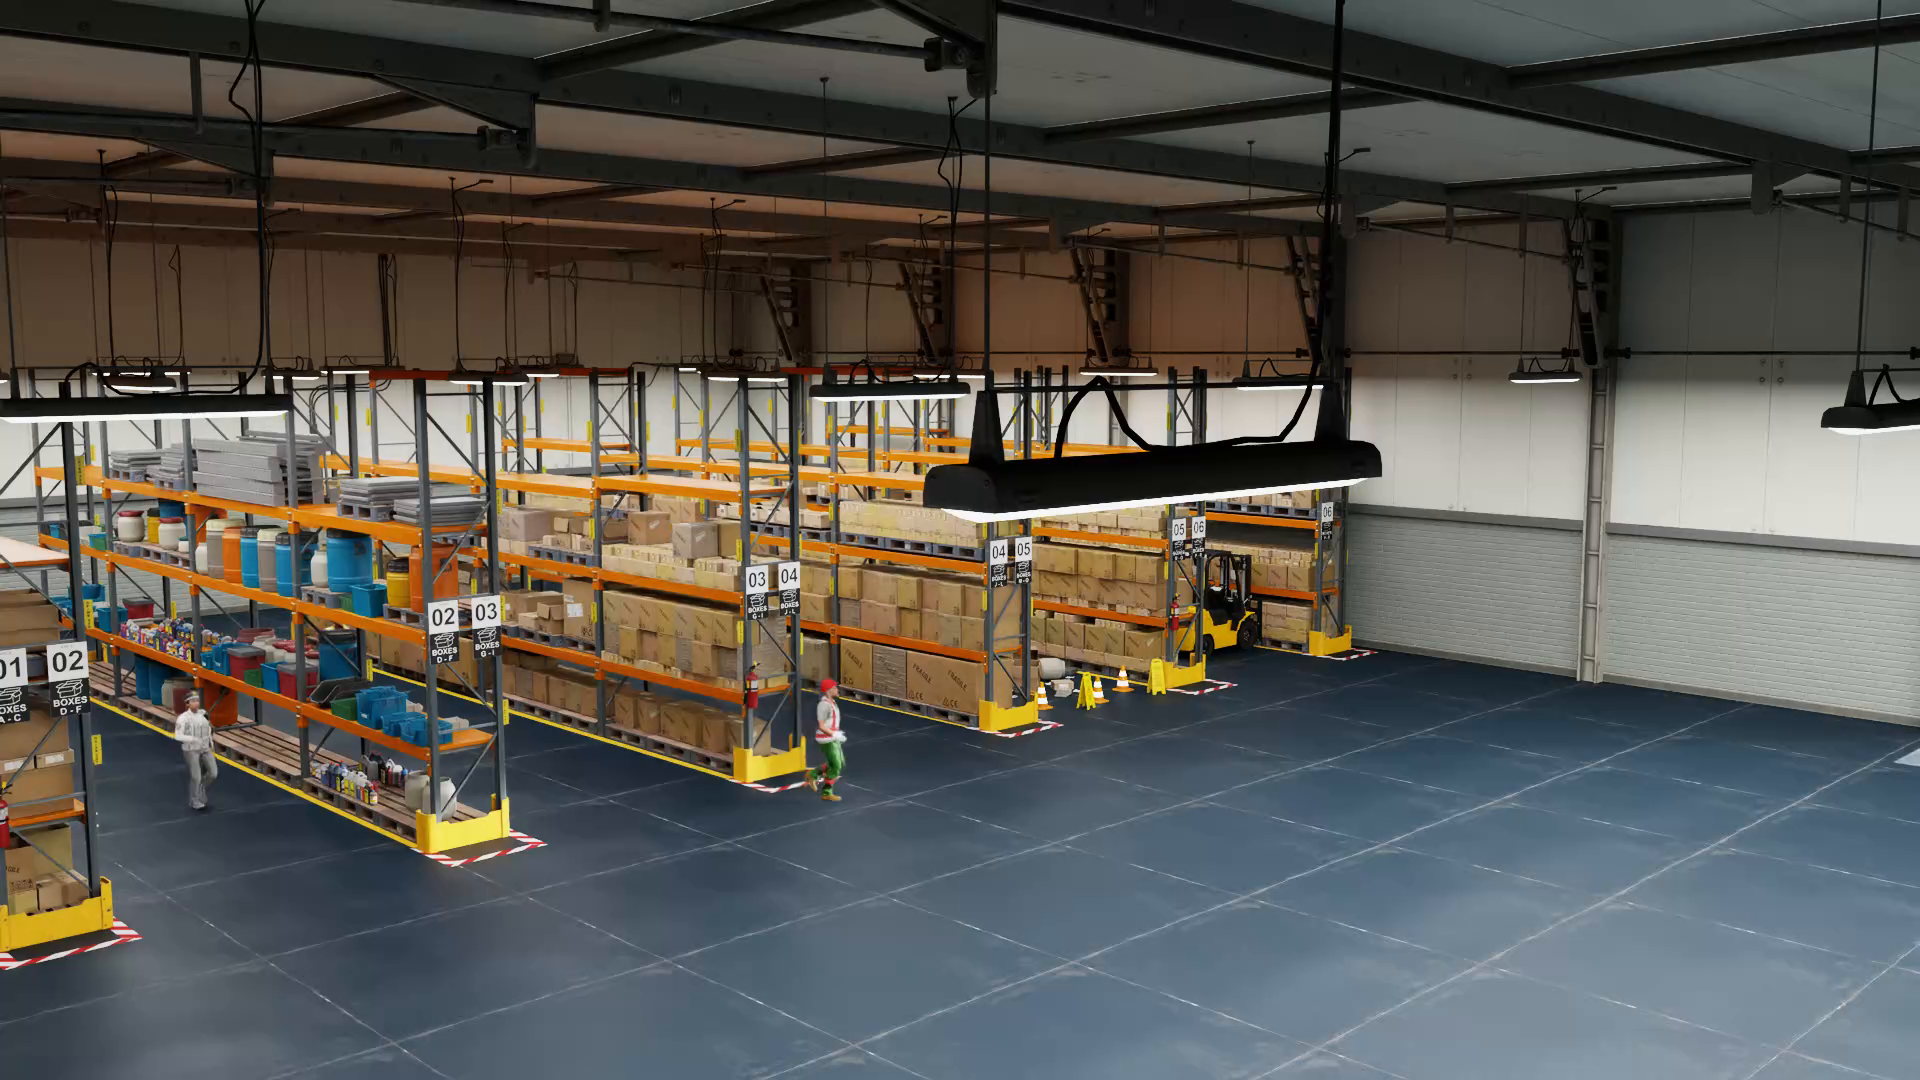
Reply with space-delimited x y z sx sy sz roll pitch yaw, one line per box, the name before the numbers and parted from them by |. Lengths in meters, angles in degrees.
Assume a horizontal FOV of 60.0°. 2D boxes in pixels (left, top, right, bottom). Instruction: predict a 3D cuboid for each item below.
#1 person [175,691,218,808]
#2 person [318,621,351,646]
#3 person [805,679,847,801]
person | -10.522 2.902 23.027 0.554 1.655 0.602 5 8 35
person | -11.114 2.128 29.735 0.662 1.741 0.698 5 8 39
person | -1.896 2.818 23.533 0.632 1.741 0.678 0 6 4
